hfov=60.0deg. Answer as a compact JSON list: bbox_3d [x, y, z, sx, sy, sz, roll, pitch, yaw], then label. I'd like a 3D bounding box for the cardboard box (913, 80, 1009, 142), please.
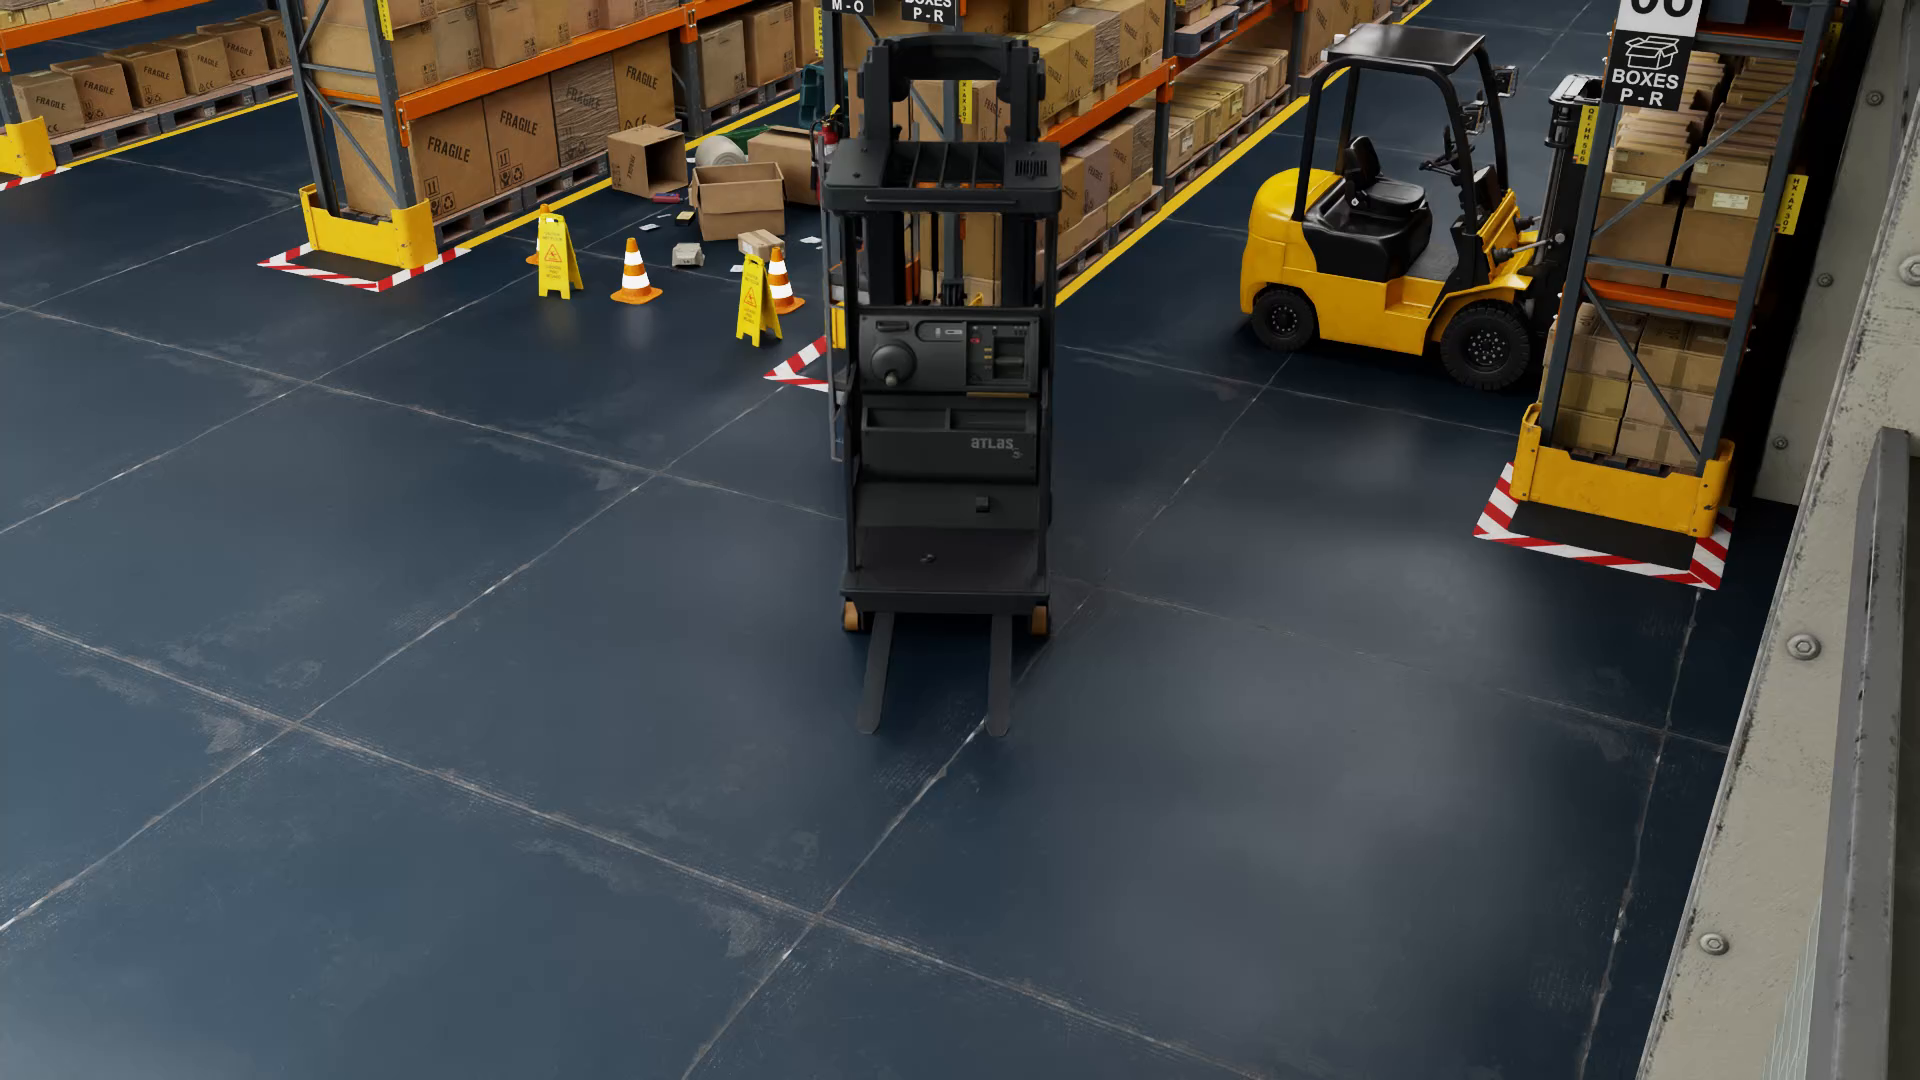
[{"bbox_3d":[0.012,-2.964,11.501,0.500,0.500,0.500,14,33,23],"label":"cardboard box"}]

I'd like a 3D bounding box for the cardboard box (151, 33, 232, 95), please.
[{"bbox_3d":[-8.136,-5.047,17.616,0.500,0.500,0.500,11,32,19],"label":"cardboard box"}]

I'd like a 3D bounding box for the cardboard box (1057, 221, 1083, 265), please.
[{"bbox_3d":[0.639,-2.399,13.255,0.500,0.250,0.500,17,34,27],"label":"cardboard box"}]

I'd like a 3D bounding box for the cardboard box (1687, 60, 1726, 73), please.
[{"bbox_3d":[4.866,-3.084,11.058,0.380,0.149,0.250,14,33,23],"label":"cardboard box"}]

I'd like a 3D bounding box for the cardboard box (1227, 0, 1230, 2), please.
[{"bbox_3d":[2.355,-5.130,15.502,0.380,0.149,0.250,15,33,24],"label":"cardboard box"}]

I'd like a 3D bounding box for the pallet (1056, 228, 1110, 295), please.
[{"bbox_3d":[0.542,-2.360,13.648,1.003,0.211,1.213,14,33,23],"label":"pallet"}]

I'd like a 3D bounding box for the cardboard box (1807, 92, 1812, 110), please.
[{"bbox_3d":[5.597,-2.857,11.612,0.500,0.500,0.500,15,33,24],"label":"cardboard box"}]

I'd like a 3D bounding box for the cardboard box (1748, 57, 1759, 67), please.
[{"bbox_3d":[5.655,-3.315,11.460,0.380,0.149,0.250,14,33,23],"label":"cardboard box"}]

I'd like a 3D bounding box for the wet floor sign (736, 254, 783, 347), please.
[{"bbox_3d":[-1.490,-1.782,12.206,0.232,0.644,0.267,-25,38,-36],"label":"wet floor sign"}]

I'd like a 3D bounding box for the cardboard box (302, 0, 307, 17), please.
[{"bbox_3d":[-7.152,-6.040,19.325,0.700,0.500,0.500,12,32,20],"label":"cardboard box"}]

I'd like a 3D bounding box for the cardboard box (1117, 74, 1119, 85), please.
[{"bbox_3d":[1.074,-3.780,13.573,0.380,0.149,0.250,14,33,23],"label":"cardboard box"}]

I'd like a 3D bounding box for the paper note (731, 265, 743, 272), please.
[{"bbox_3d":[-1.793,-2.228,13.599,0.148,0.019,0.142,4,30,6],"label":"paper note"}]

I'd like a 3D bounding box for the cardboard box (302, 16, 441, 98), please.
[{"bbox_3d":[-4.775,-3.963,13.488,0.875,0.550,0.550,14,33,23],"label":"cardboard box"}]

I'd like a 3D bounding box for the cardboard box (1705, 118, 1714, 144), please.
[{"bbox_3d":[4.657,-2.522,11.029,0.500,0.500,0.500,15,33,24],"label":"cardboard box"}]

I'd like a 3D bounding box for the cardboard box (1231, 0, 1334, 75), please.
[{"bbox_3d":[3.582,-5.739,18.444,0.875,0.875,0.875,14,33,23],"label":"cardboard box"}]

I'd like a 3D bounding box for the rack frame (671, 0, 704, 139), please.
[{"bbox_3d":[-3.082,-5.496,16.309,1.000,3.000,0.127,14,33,23],"label":"rack frame"}]

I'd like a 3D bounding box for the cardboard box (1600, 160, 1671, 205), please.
[{"bbox_3d":[3.878,-2.062,9.578,0.380,0.149,0.250,15,33,24],"label":"cardboard box"}]

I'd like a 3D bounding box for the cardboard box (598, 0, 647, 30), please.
[{"bbox_3d":[-3.469,-5.146,15.549,0.875,0.550,0.550,14,33,23],"label":"cardboard box"}]

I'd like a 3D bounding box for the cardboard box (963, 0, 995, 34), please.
[{"bbox_3d":[-0.176,-3.749,11.864,0.700,0.500,0.500,15,33,24],"label":"cardboard box"}]

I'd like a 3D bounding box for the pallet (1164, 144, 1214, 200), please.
[{"bbox_3d":[1.724,-3.554,15.728,1.003,0.211,1.213,14,33,23],"label":"pallet"}]

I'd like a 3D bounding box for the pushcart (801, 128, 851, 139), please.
[{"bbox_3d":[-0.681,-3.776,15.947,1.648,0.377,0.936,4,30,6],"label":"pushcart"}]

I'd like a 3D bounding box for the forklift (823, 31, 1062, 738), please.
[{"bbox_3d":[-0.062,-0.925,8.418,1.130,2.935,3.031,1,30,2],"label":"forklift"}]

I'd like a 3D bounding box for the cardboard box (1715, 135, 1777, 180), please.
[{"bbox_3d":[4.489,-2.178,9.481,0.380,0.149,0.250,15,33,25],"label":"cardboard box"}]

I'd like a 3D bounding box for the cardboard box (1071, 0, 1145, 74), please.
[{"bbox_3d":[1.162,-4.107,13.491,0.500,0.500,0.500,15,33,25],"label":"cardboard box"}]

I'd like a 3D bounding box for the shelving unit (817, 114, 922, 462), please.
[{"bbox_3d":[-0.532,-1.493,10.242,0.431,2.100,0.503,14,33,23],"label":"shelving unit"}]

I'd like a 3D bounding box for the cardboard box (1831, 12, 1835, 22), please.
[{"bbox_3d":[9.475,-5.654,18.671,0.500,0.500,0.500,14,33,23],"label":"cardboard box"}]

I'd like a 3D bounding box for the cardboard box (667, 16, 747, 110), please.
[{"bbox_3d":[-2.879,-4.998,17.279,1.050,0.750,0.750,14,33,23],"label":"cardboard box"}]

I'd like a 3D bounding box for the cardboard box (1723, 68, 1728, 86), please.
[{"bbox_3d":[5.202,-3.300,11.732,0.380,0.149,0.250,14,33,23],"label":"cardboard box"}]

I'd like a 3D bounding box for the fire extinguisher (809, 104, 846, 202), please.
[{"bbox_3d":[-0.914,-2.665,11.457,0.296,0.674,0.183,14,33,23],"label":"fire extinguisher"}]

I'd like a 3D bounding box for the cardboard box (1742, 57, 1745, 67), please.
[{"bbox_3d":[6.015,-3.951,13.266,0.500,0.250,0.500,13,32,22],"label":"cardboard box"}]

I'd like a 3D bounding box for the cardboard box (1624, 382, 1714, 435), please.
[{"bbox_3d":[4.368,-0.888,10.122,0.500,0.250,0.500,15,33,24],"label":"cardboard box"}]

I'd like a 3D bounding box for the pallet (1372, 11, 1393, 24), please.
[{"bbox_3d":[4.731,-6.396,20.676,1.003,0.211,1.213,14,33,23],"label":"pallet"}]

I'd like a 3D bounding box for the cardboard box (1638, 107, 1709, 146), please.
[{"bbox_3d":[4.304,-2.513,10.063,0.380,0.149,0.250,15,33,24],"label":"cardboard box"}]

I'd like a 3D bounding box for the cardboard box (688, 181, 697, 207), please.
[{"bbox_3d":[-2.225,-3.131,14.935,0.396,0.266,0.258,21,36,32],"label":"cardboard box"}]

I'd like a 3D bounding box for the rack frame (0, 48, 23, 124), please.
[{"bbox_3d":[-9.273,-4.893,15.258,1.000,3.000,0.127,14,33,23],"label":"rack frame"}]

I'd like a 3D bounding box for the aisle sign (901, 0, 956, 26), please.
[{"bbox_3d":[-0.203,-3.674,10.526,0.394,0.787,0.004,14,33,23],"label":"aisle sign"}]

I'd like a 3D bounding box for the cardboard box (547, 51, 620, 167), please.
[{"bbox_3d":[-3.838,-4.094,15.578,0.875,0.875,0.875,15,33,24],"label":"cardboard box"}]

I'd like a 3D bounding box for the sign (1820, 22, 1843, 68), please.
[{"bbox_3d":[6.286,-3.578,12.020,0.100,0.325,0.005,14,33,23],"label":"sign"}]

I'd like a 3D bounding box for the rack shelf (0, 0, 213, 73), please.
[{"bbox_3d":[-8.362,-5.468,16.982,1.077,0.370,4.000,14,33,23],"label":"rack shelf"}]

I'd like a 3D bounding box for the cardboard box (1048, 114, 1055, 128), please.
[{"bbox_3d":[0.495,-3.209,12.578,0.380,0.149,0.250,15,33,25],"label":"cardboard box"}]

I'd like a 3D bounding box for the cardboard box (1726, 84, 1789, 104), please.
[{"bbox_3d":[5.042,-2.754,10.483,0.380,0.149,0.250,14,33,24],"label":"cardboard box"}]

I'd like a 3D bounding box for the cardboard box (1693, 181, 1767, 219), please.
[{"bbox_3d":[4.355,-1.937,9.359,0.380,0.149,0.250,13,32,22],"label":"cardboard box"}]

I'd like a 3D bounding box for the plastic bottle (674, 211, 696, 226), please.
[{"bbox_3d":[-2.411,-2.840,14.633,0.133,0.061,0.283,4,30,6],"label":"plastic bottle"}]

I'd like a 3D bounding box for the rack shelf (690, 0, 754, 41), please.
[{"bbox_3d":[-2.171,-6.071,18.032,1.077,0.370,4.000,14,33,23],"label":"rack shelf"}]

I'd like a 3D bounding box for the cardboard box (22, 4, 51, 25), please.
[{"bbox_3d":[-8.800,-4.963,15.632,0.380,0.149,0.250,14,33,23],"label":"cardboard box"}]

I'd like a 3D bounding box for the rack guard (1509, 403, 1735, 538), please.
[{"bbox_3d":[3.958,-0.426,9.990,1.175,0.500,0.348,14,33,23],"label":"rack guard"}]

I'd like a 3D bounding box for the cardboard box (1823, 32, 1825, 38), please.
[{"bbox_3d":[6.489,-3.833,13.061,0.500,0.250,0.500,14,33,23],"label":"cardboard box"}]

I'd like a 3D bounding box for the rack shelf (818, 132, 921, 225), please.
[{"bbox_3d":[-0.532,-2.088,9.900,0.431,0.518,0.480,14,33,23],"label":"rack shelf"}]

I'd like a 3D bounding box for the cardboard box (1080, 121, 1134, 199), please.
[{"bbox_3d":[1.110,-3.184,13.869,0.500,0.500,0.500,15,33,24],"label":"cardboard box"}]

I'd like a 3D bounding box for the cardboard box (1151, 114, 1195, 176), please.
[{"bbox_3d":[1.608,-3.694,15.387,0.950,0.372,0.625,15,33,24],"label":"cardboard box"}]

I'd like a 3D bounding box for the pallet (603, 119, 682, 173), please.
[{"bbox_3d":[-3.498,-3.968,16.447,1.003,0.211,1.213,14,33,23],"label":"pallet"}]
